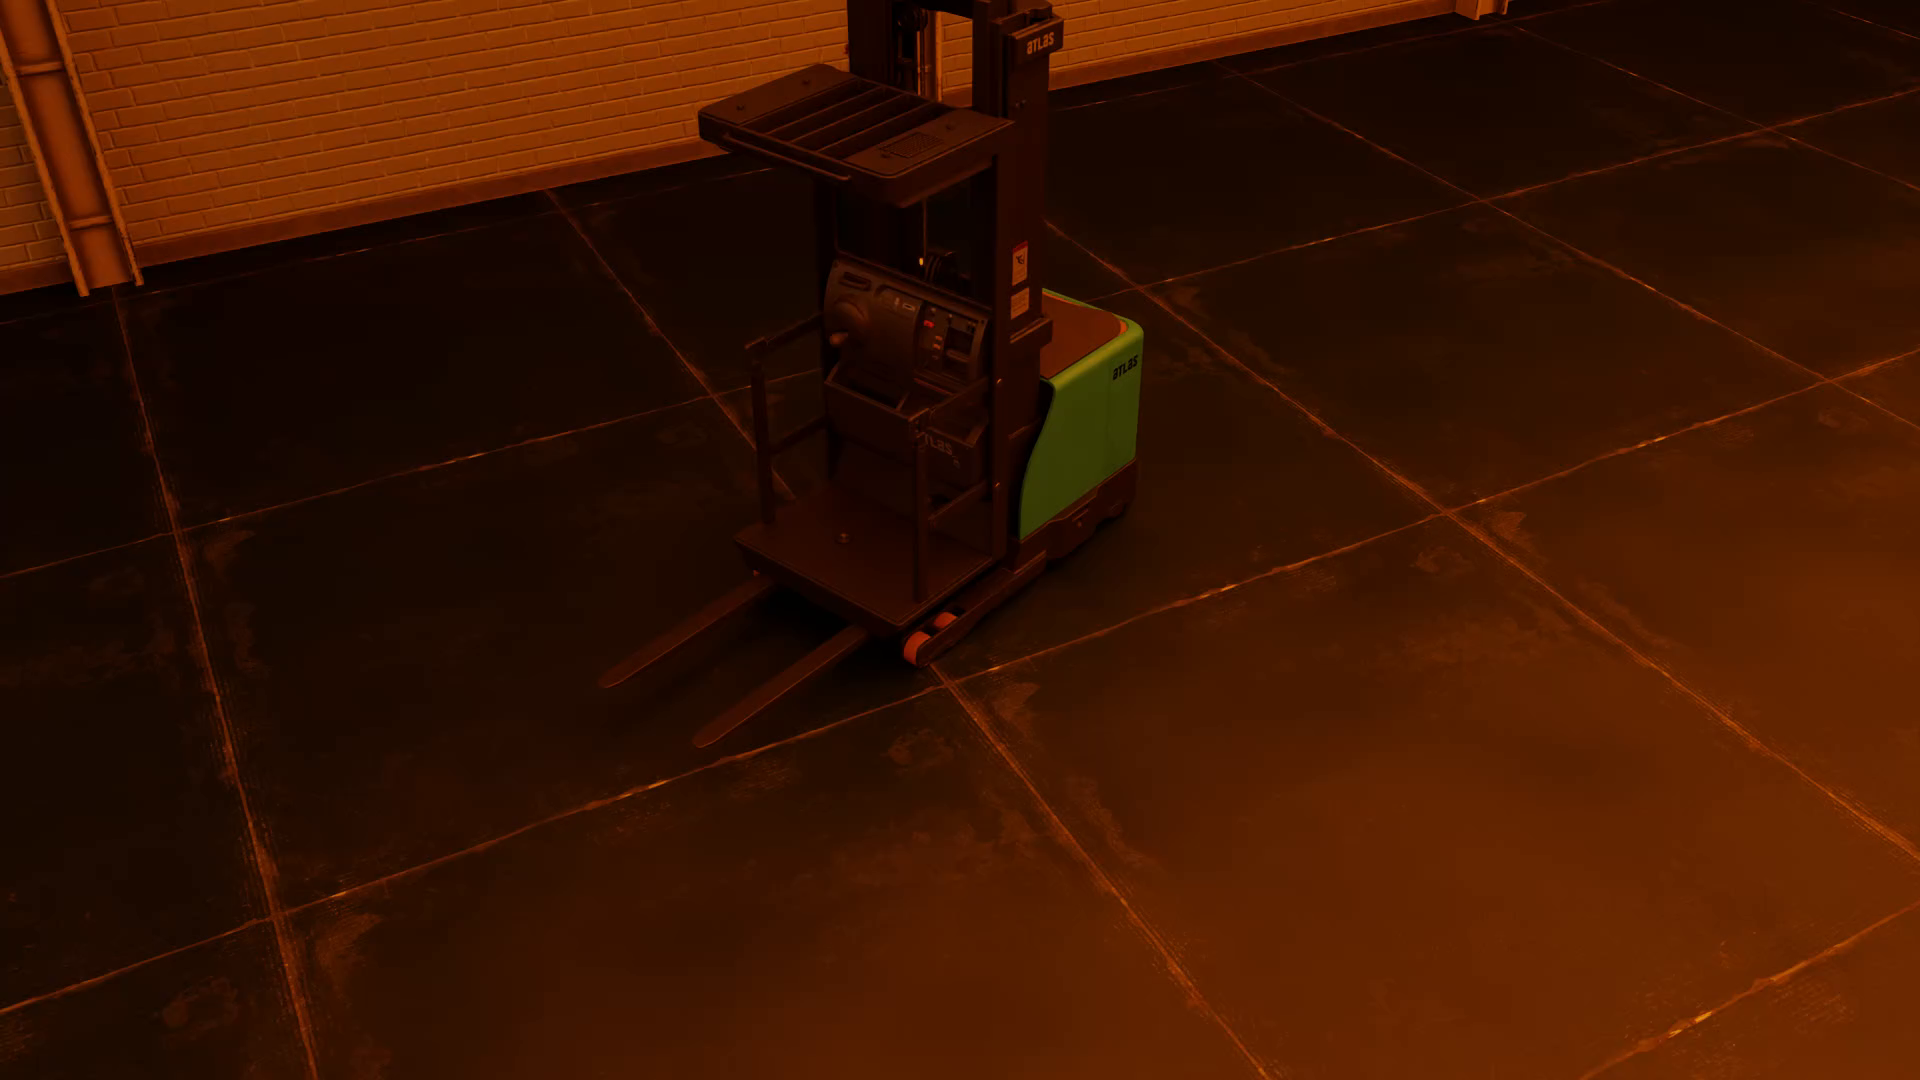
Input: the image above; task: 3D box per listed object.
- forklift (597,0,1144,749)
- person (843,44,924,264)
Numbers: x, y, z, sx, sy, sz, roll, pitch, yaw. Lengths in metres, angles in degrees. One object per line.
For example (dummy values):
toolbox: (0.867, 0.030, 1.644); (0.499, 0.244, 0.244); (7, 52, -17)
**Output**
forklift: (-0.390, -0.927, 7.434); (1.130, 2.935, 3.031); (26, 43, 31)
person: (-0.471, -2.607, 10.904); (0.549, 1.651, 0.548); (-8, 36, -11)
